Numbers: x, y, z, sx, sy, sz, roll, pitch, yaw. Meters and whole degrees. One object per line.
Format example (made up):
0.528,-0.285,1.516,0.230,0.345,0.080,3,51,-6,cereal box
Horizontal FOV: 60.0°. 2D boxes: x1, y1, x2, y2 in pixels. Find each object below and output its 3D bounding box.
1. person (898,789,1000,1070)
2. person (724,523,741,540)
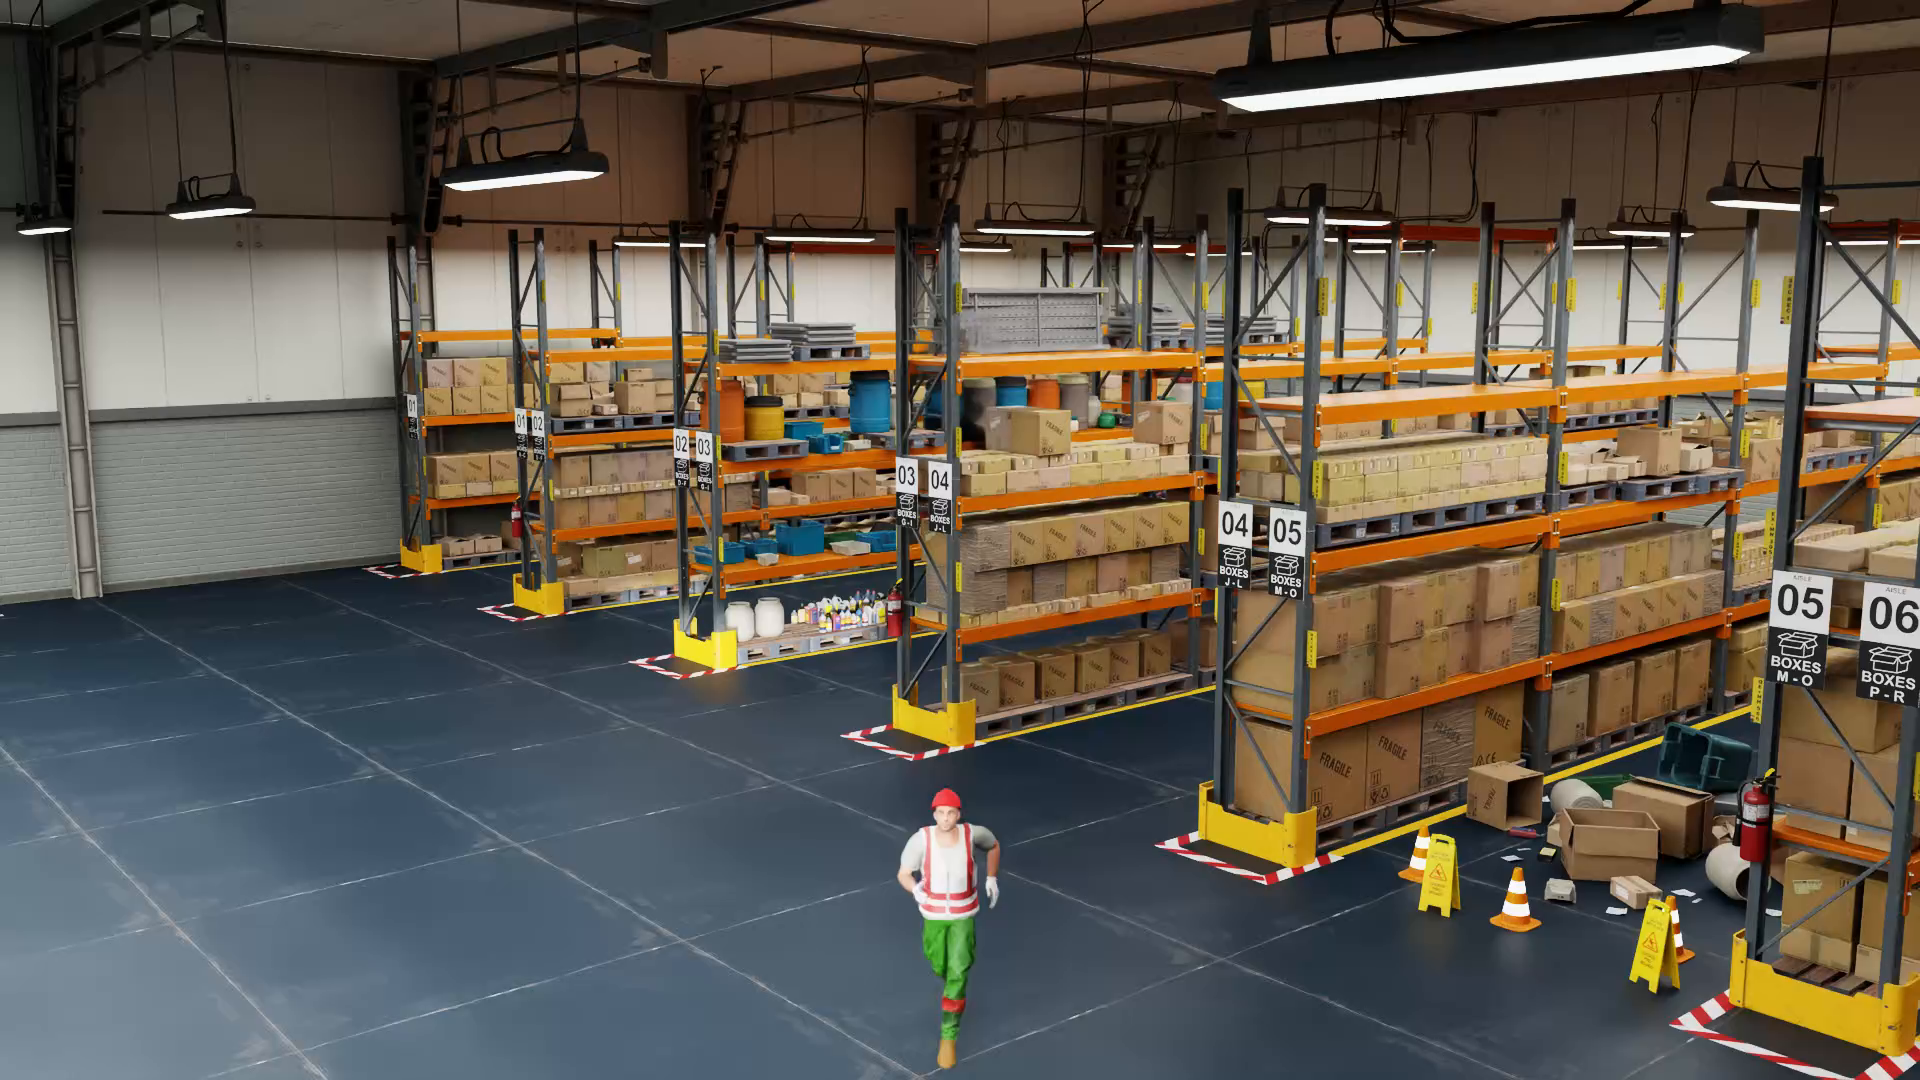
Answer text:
-0.074,2.570,11.375,0.692,1.830,0.952,0,9,2,person
-4.261,-0.452,30.892,0.638,1.811,0.877,8,12,41,person
